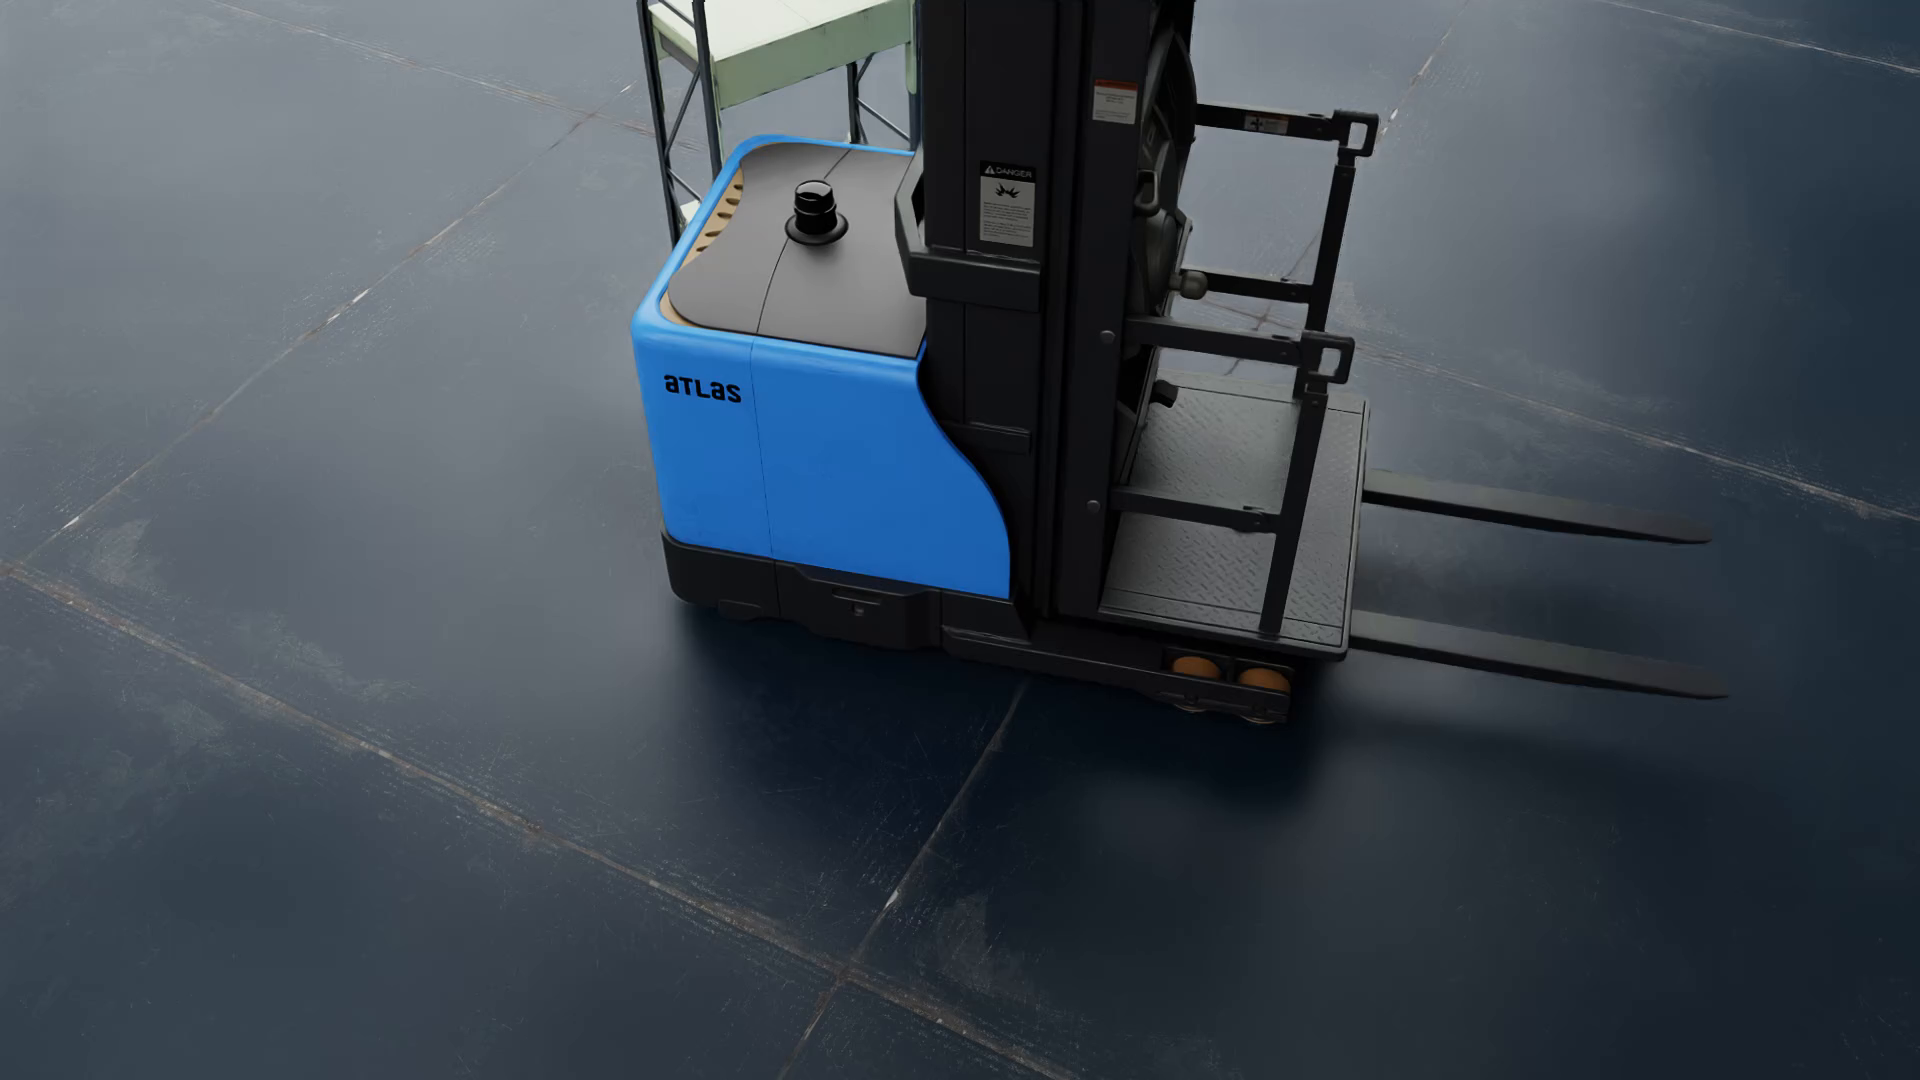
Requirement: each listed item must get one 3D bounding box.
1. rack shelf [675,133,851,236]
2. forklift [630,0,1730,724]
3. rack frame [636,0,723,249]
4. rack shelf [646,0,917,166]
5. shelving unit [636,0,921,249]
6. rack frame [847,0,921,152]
[{"bbox_3d":[-0.549,-1.021,5.663,0.720,0.370,0.431,-28,52,-25],"label":"rack shelf"},{"bbox_3d":[0.695,-0.926,4.104,3.031,2.935,1.130,9,46,9],"label":"forklift"},{"bbox_3d":[-0.843,-1.095,5.278,0.023,1.500,0.400,-28,52,-25],"label":"rack frame"},{"bbox_3d":[-0.549,-1.524,5.153,0.720,0.370,0.431,-28,52,-25],"label":"rack shelf"},{"bbox_3d":[-0.549,-1.250,5.431,0.755,1.500,0.431,-28,52,-25],"label":"shelving unit"},{"bbox_3d":[-0.255,-1.405,5.584,0.023,1.500,0.400,-28,52,-25],"label":"rack frame"}]
